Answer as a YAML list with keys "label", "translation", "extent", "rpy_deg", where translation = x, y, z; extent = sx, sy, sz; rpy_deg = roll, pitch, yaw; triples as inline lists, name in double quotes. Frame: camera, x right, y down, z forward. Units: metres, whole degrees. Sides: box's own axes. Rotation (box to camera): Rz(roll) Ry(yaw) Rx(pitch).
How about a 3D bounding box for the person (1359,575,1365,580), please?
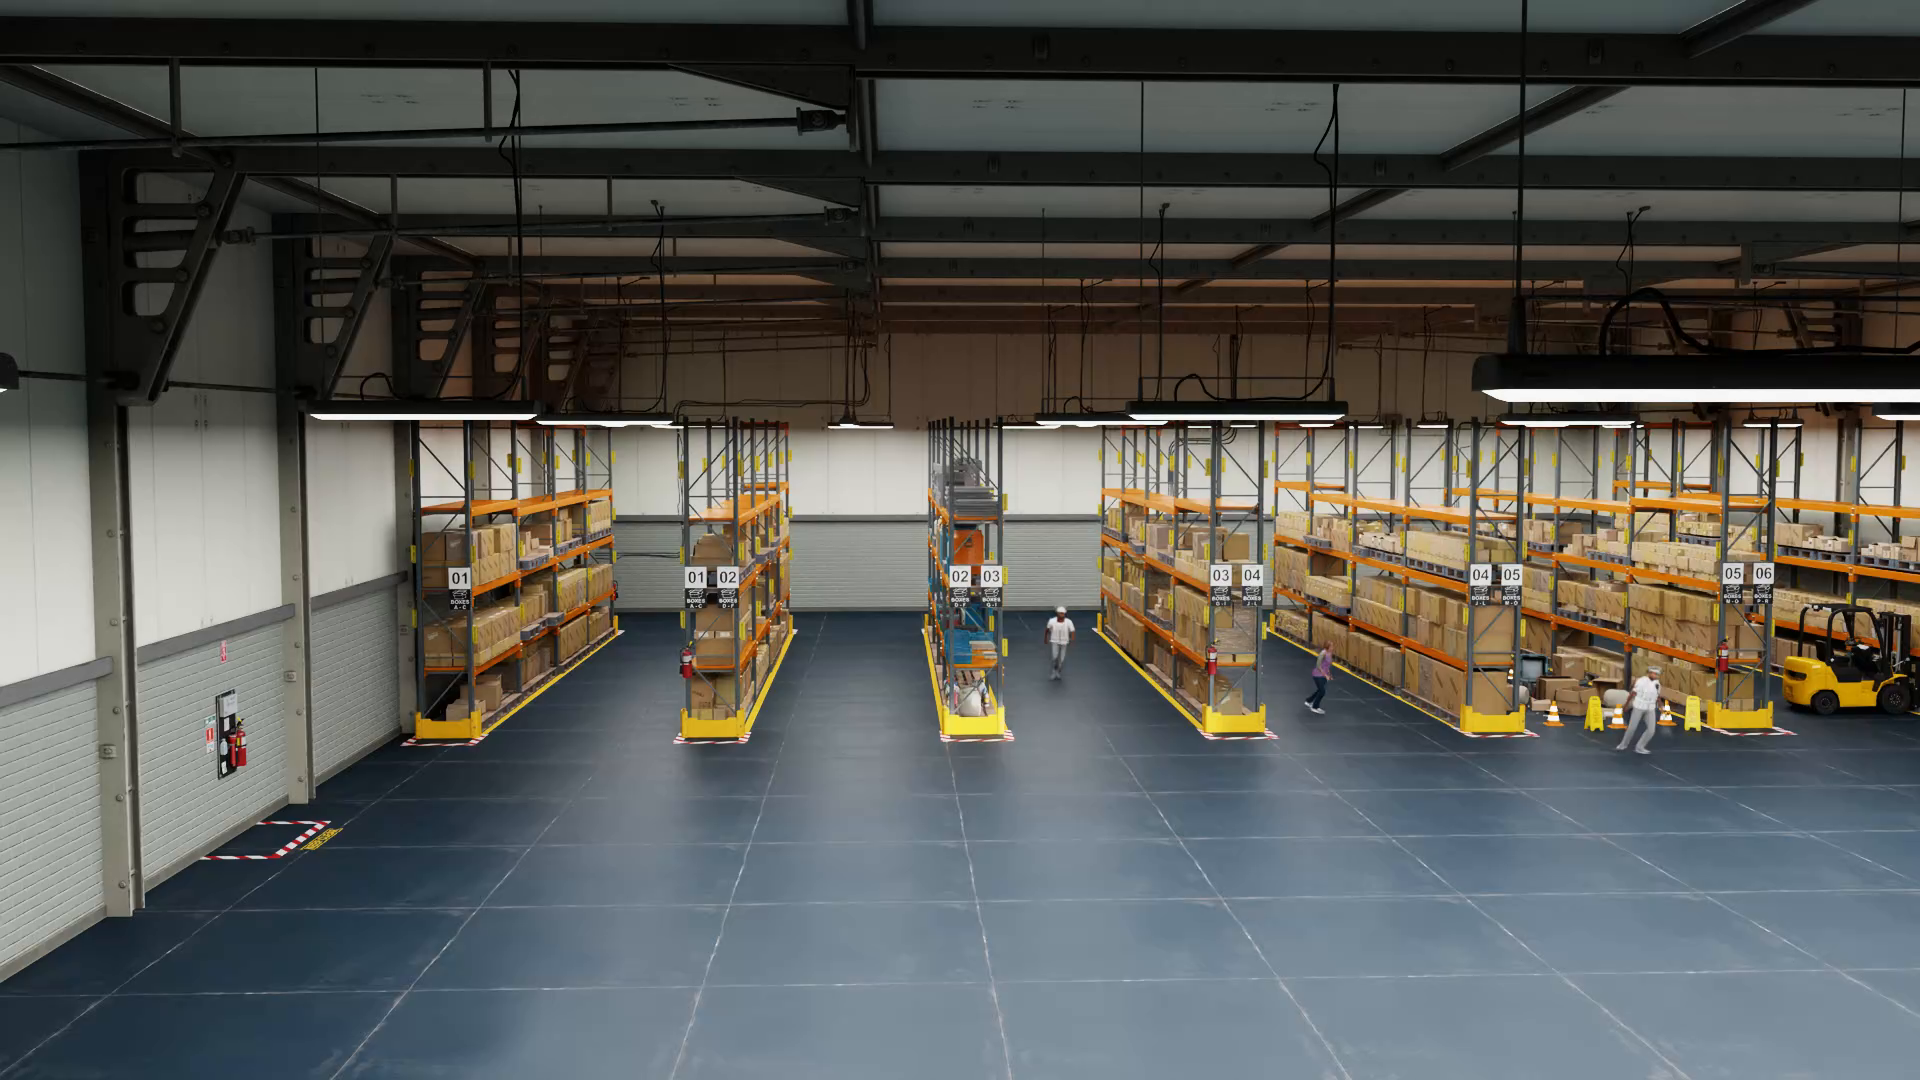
- label: "person"
  translation: [11.419, 1.833, 46.933]
  extent: [0.670, 1.687, 0.764]
  rpy_deg: [-2, 4, -31]

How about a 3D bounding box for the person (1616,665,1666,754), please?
- label: "person"
  translation: [12.109, 2.998, 29.561]
  extent: [0.718, 1.594, 0.616]
  rpy_deg: [-1, 4, -10]

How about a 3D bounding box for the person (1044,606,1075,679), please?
- label: "person"
  translation: [2.297, 2.364, 38.079]
  extent: [0.677, 1.705, 0.827]
  rpy_deg: [0, 4, -3]

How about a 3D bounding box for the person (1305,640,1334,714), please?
- label: "person"
  translation: [7.278, 2.766, 33.774]
  extent: [0.713, 1.526, 0.522]
  rpy_deg: [3, 5, 40]
